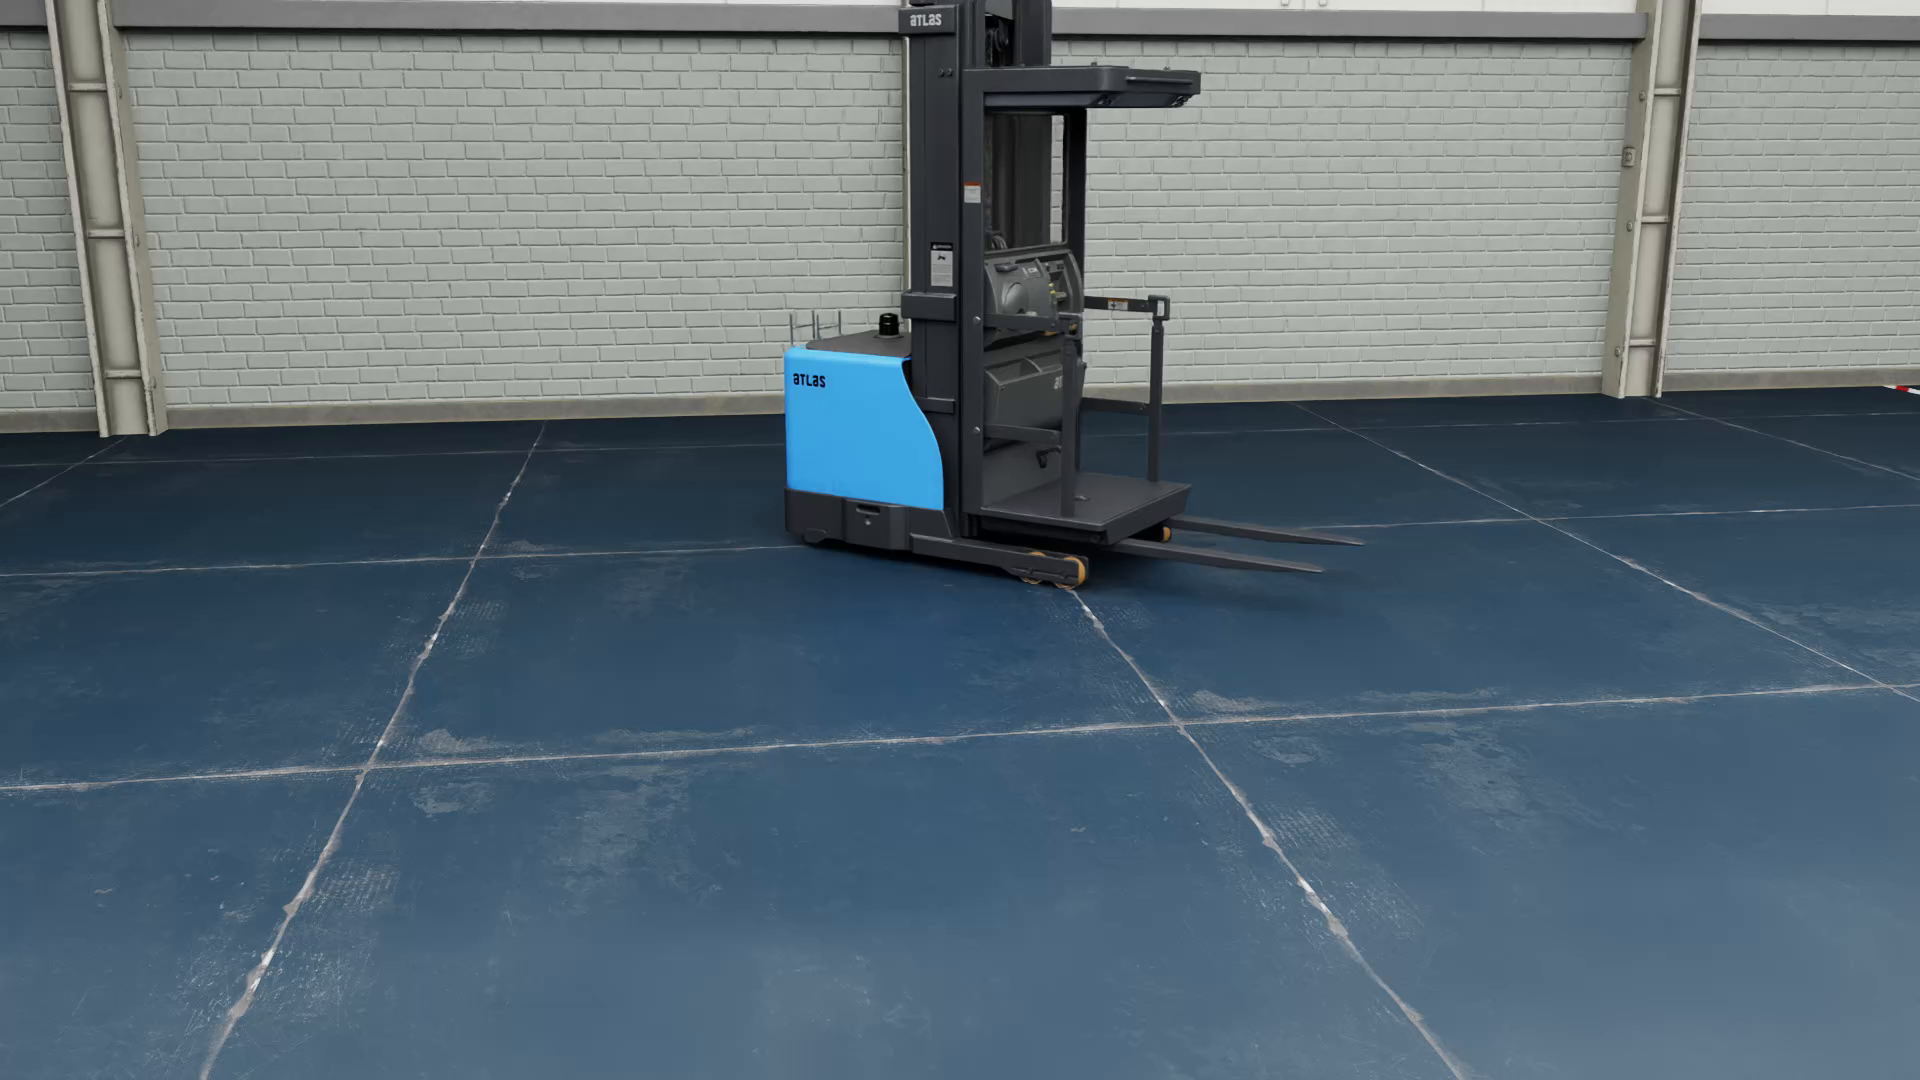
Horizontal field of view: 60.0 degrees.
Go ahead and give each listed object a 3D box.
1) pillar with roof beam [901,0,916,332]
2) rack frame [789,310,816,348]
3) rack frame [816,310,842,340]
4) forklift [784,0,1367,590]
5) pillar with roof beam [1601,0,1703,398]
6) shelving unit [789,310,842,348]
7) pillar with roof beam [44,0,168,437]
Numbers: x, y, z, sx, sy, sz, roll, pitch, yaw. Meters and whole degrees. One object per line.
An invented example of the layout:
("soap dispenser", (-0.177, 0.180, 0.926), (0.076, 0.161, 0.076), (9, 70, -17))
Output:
("pillar with roof beam", (0.413, -4.348, 8.061), (0.400, 9.000, 9.100), (-2, 14, -8))
("rack frame", (-0.880, -0.714, 9.603), (0.006, 1.200, 0.240), (5, 15, 30))
("rack frame", (-0.721, -0.699, 9.513), (0.006, 1.200, 0.240), (5, 15, 30))
("forklift", (0.562, -1.320, 8.460), (3.031, 2.935, 1.130), (9, 16, 31))
("pillar with roof beam", (6.346, -4.566, 8.928), (0.400, 9.000, 9.100), (-2, 14, -8))
("shelving unit", (-0.801, -0.706, 9.558), (0.189, 1.200, 0.258), (5, 15, 30))
("pillar with roof beam", (-5.520, -4.131, 7.194), (0.400, 9.000, 9.100), (-2, 14, -8))
